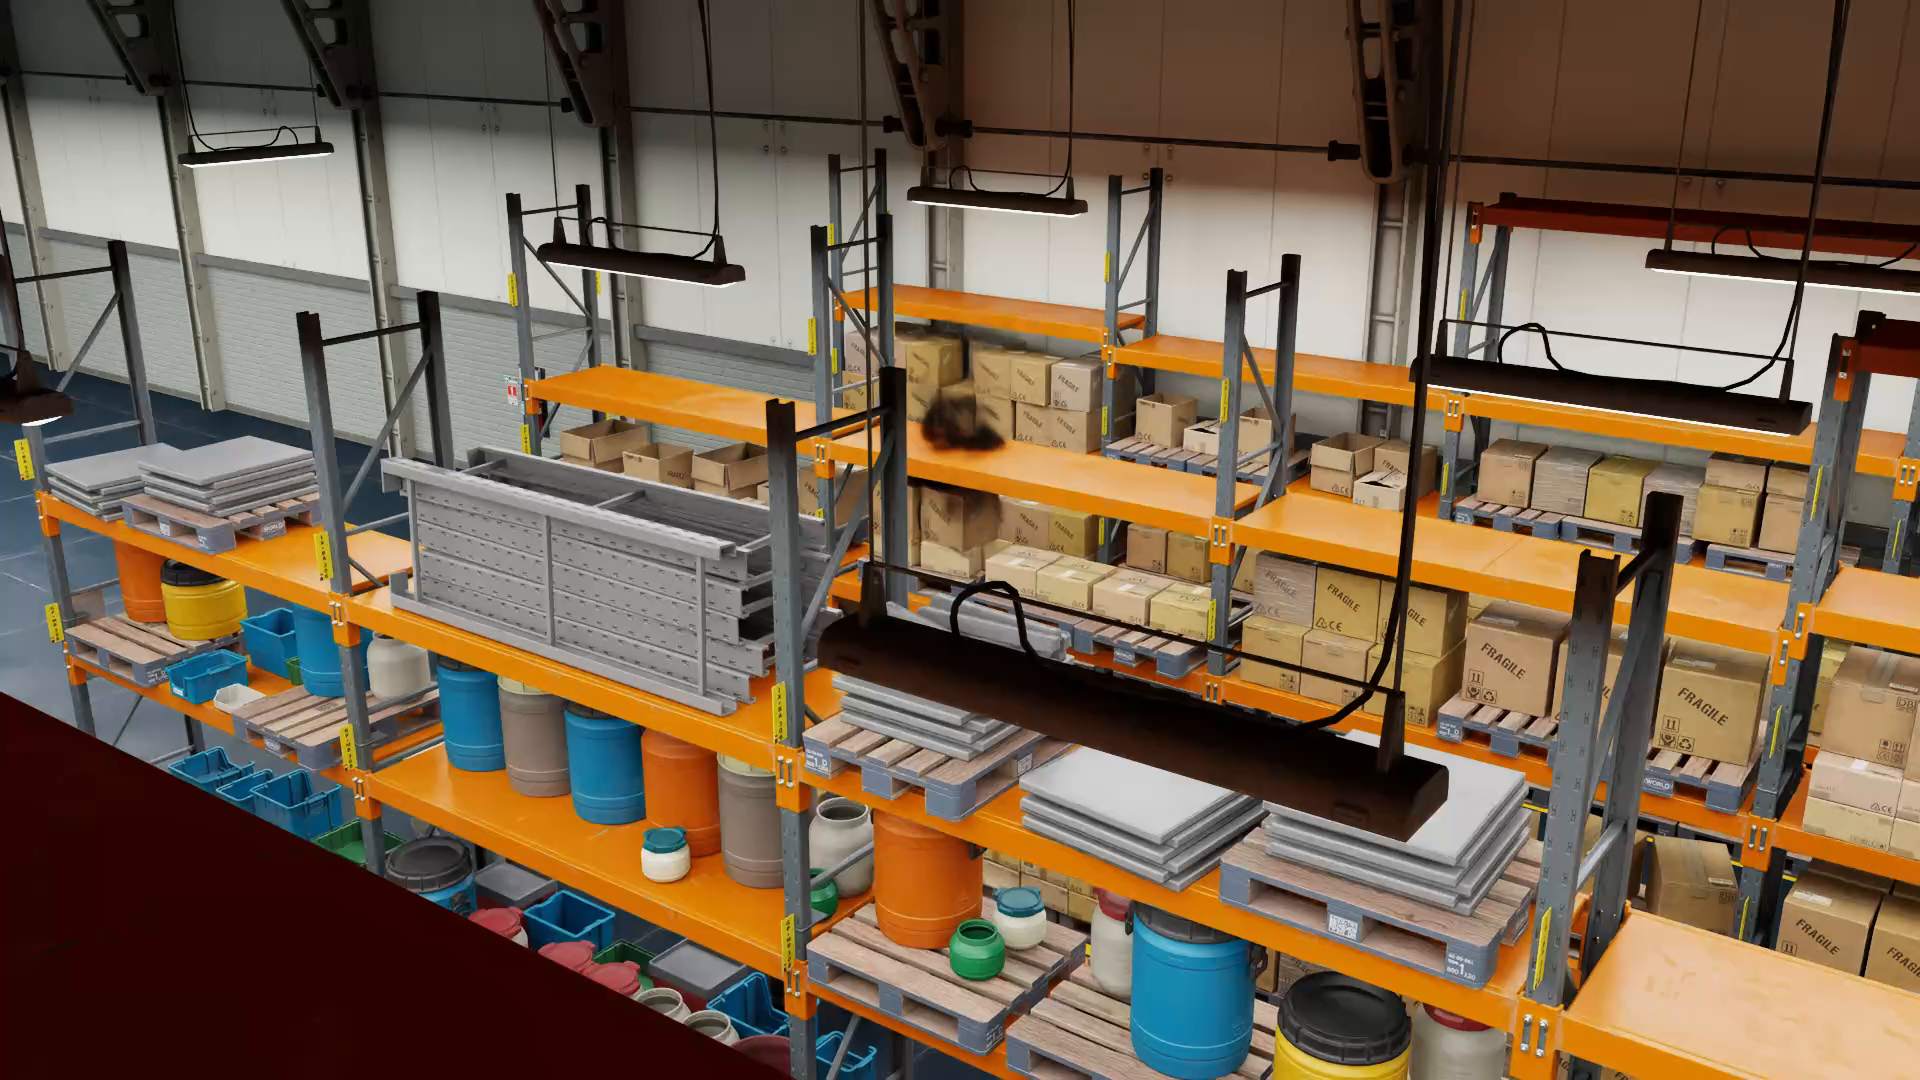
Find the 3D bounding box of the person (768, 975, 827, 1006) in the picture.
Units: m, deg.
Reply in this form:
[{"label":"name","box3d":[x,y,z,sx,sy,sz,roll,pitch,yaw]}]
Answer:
[{"label":"person","box3d":[-1.325,3.105,13.400,0.836,1.573,0.737,9,21,26]}]

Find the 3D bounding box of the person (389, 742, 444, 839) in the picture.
[{"label":"person","box3d":[-4.907,2.398,15.298,0.729,1.754,0.580,6,19,18]}]
